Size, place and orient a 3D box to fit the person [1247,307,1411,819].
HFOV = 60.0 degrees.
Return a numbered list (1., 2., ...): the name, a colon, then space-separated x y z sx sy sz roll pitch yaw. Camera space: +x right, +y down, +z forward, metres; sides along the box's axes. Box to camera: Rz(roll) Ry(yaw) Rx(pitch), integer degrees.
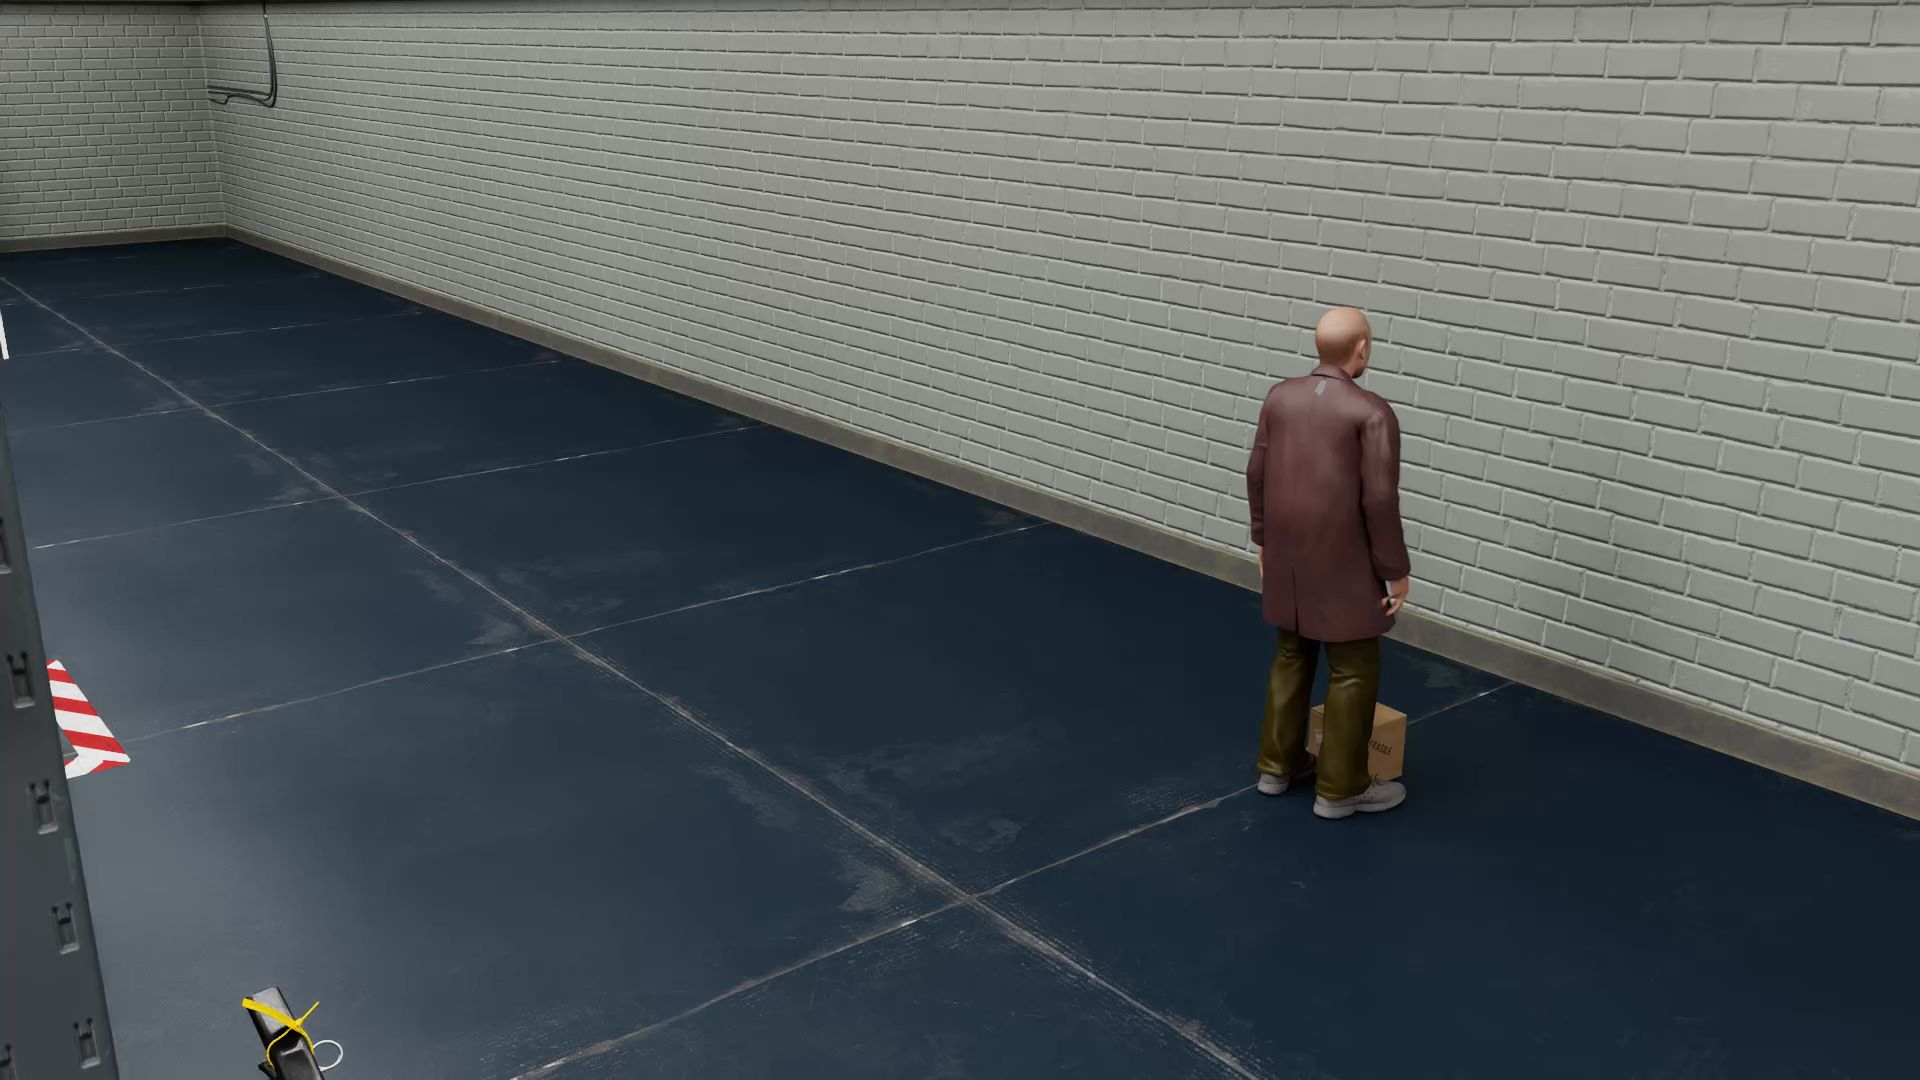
1. person: 1.280 0.073 5.842 0.417 1.774 0.656 -14 22 -38
